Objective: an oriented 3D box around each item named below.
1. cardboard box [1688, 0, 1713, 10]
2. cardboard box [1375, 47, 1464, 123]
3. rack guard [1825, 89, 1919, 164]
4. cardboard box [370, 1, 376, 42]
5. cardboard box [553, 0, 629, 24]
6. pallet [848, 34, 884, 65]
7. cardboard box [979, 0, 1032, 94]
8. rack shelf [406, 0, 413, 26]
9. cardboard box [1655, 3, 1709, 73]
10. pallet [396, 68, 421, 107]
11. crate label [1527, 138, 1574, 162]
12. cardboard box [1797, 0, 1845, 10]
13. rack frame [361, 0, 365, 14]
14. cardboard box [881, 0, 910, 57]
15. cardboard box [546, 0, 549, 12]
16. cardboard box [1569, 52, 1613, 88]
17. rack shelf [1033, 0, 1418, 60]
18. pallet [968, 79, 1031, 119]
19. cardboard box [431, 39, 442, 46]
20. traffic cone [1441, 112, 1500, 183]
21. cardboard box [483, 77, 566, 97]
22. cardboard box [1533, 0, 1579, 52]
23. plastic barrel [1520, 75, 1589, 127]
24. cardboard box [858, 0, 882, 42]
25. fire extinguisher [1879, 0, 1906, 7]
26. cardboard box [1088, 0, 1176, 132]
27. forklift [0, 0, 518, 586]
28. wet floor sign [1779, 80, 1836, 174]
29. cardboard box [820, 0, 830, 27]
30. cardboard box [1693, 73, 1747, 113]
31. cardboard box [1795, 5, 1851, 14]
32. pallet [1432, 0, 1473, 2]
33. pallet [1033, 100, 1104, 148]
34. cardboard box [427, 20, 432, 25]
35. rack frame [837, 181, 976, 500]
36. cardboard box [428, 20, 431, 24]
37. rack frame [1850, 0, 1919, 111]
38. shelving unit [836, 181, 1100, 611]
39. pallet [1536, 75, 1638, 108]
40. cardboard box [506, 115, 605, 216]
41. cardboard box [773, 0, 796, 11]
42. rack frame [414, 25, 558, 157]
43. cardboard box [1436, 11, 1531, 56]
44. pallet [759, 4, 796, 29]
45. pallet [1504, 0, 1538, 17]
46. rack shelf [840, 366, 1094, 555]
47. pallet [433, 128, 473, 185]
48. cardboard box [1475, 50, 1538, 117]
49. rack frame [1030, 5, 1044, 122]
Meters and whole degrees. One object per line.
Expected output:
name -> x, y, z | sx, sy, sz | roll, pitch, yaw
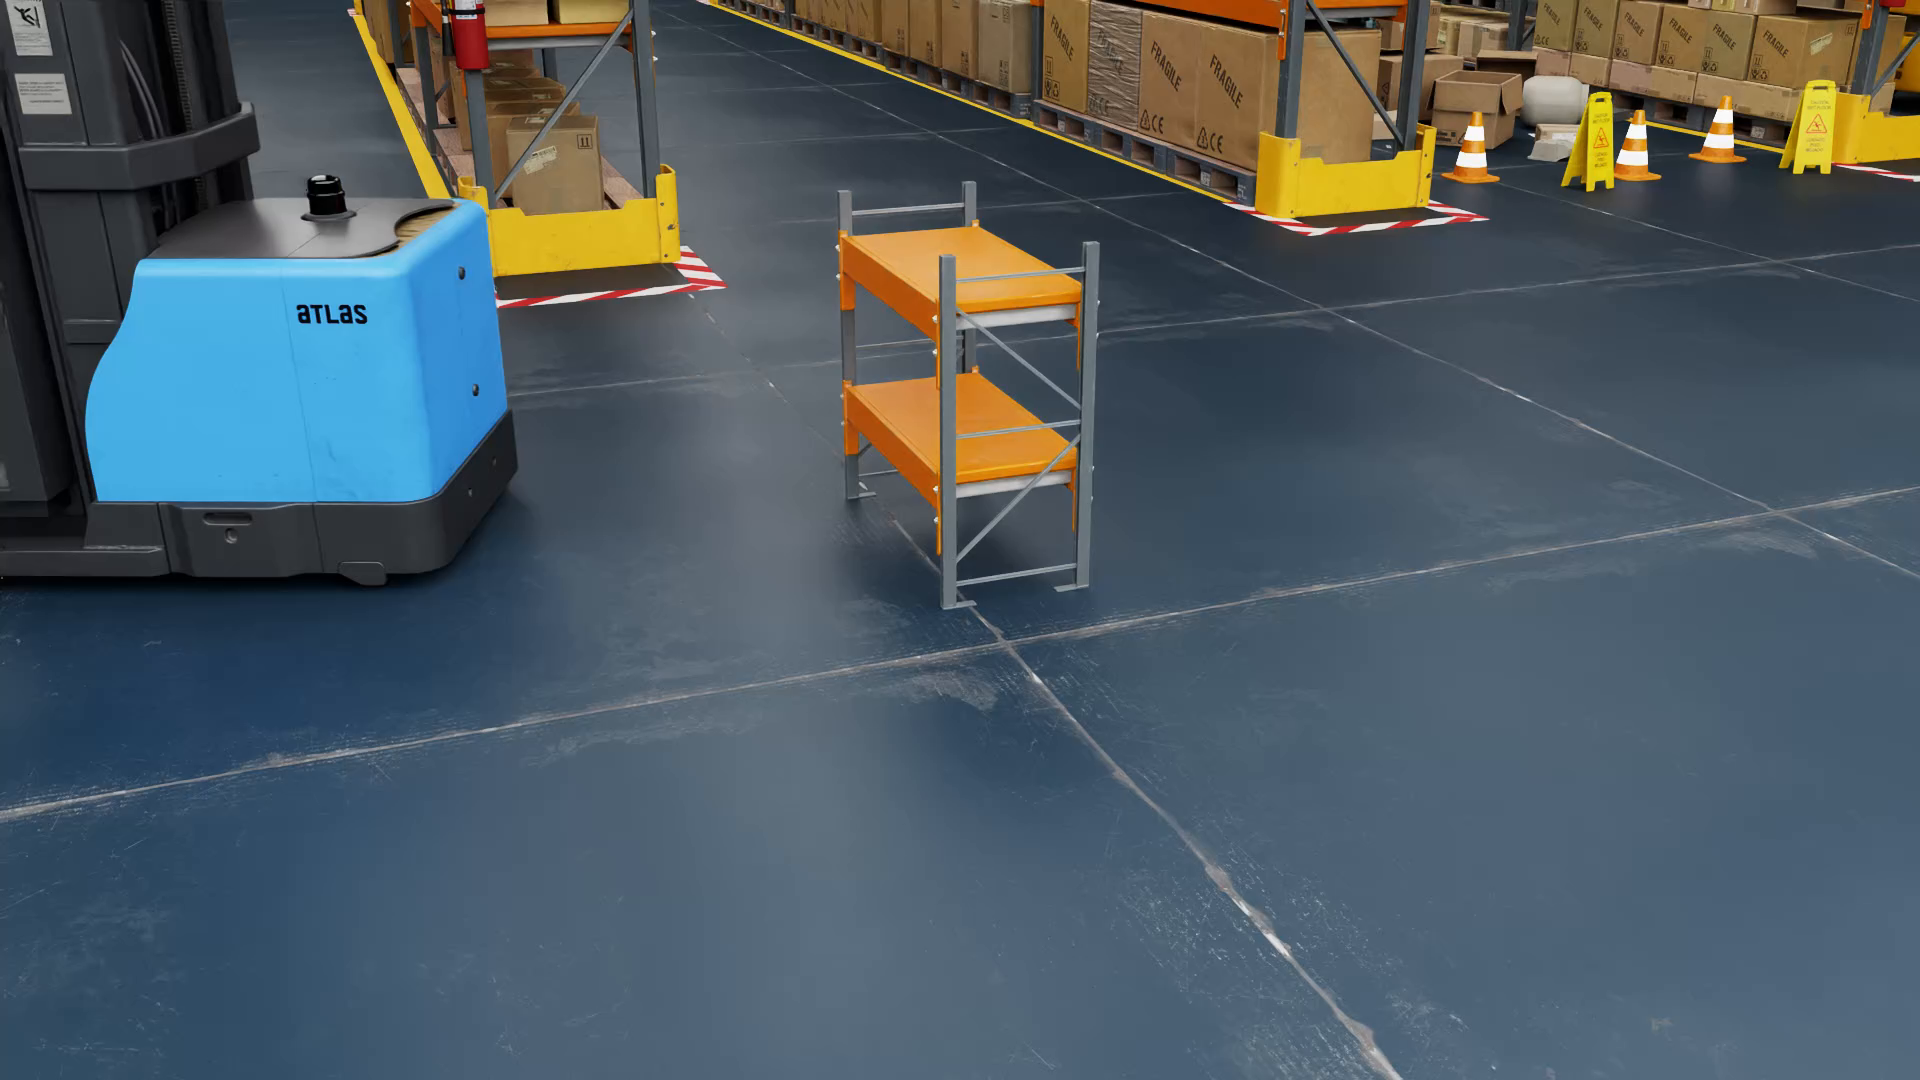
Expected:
cardboard box -> 6.204, -4.433, 13.606 | 0.380, 0.149, 0.250 | -7, 24, -17
cardboard box -> 3.774, -3.837, 14.031 | 0.797, 0.637, 0.503 | -8, 24, -19
rack guard -> 7.074, -3.171, 12.630 | 1.175, 0.500, 0.348 | -8, 24, -19
cardboard box -> -5.528, -5.635, 17.453 | 1.225, 0.875, 0.875 | -8, 24, -19
cardboard box -> -2.048, -2.956, 9.225 | 0.380, 0.149, 0.250 | -8, 24, -19
pallet -> -0.595, -5.485, 18.493 | 1.003, 0.211, 1.213 | -8, 24, -19
cardboard box -> 0.789, -4.403, 14.690 | 1.050, 0.750, 0.750 | -8, 24, -19
rack shelf -> -4.290, -4.784, 14.165 | 1.077, 0.370, 4.000 | -8, 24, -19
cardboard box -> 6.215, -4.196, 13.878 | 0.500, 0.500, 0.500 | -9, 24, -20
pallet -> -4.722, -4.273, 15.617 | 1.003, 0.211, 1.213 | -8, 24, -19
crate label -> 4.488, -2.957, 12.589 | 0.298, 0.136, 0.250 | 18, 29, 36
cardboard box -> 9.868, -6.001, 18.644 | 0.875, 0.625, 0.625 | -9, 24, -20
rack frame -> -7.822, -8.749, 22.646 | 1.000, 3.000, 0.127 | -8, 24, -19
cardboard box -> -0.189, -5.409, 17.078 | 1.050, 0.750, 0.750 | -9, 24, -20
cardboard box -> -2.300, -3.230, 9.876 | 0.380, 0.149, 0.250 | -8, 24, -19
cardboard box -> 5.843, -4.231, 14.927 | 0.500, 0.250, 0.500 | -7, 24, -16
rack shelf -> 1.799, -3.975, 12.244 | 1.077, 0.370, 4.000 | -8, 24, -19
pallet -> 0.750, -4.018, 15.011 | 1.003, 0.211, 1.213 | -8, 24, -19
cardboard box -> -3.931, -3.842, 13.655 | 0.700, 0.500, 0.500 | -8, 24, -19
traffic cone -> 3.647, -2.798, 11.793 | 0.336, 0.463, 0.334 | -8, 24, -19
cardboard box -> -2.977, -2.858, 11.346 | 0.500, 0.500, 0.500 | -11, 25, -24
cardboard box -> 5.644, -4.769, 15.238 | 0.500, 0.500, 0.500 | -7, 24, -16
plastic barrel -> 4.955, -3.651, 13.867 | 0.512, 0.421, 0.421 | 8, 24, 18
cardboard box -> -0.798, -5.731, 18.163 | 0.500, 0.500, 0.500 | -8, 24, -19
fire extinguisher -> 6.710, -4.155, 11.845 | 0.296, 0.674, 0.183 | -8, 24, -19
cardboard box -> 1.571, -3.682, 12.819 | 0.875, 0.875, 0.875 | -8, 24, -19
forklift -> -3.163, -1.386, 5.264 | 3.031, 2.935, 1.130 | 0, 23, 1
wet floor sign -> 6.167, -2.995, 12.024 | 0.267, 0.644, 0.232 | 0, 23, -1
cardboard box -> -1.334, -6.296, 19.503 | 0.500, 0.500, 0.500 | -8, 24, -18
cardboard box -> 6.388, -3.668, 13.590 | 0.500, 0.250, 0.500 | -8, 24, -19
cardboard box -> 6.877, -4.096, 13.641 | 0.500, 0.500, 0.500 | -9, 25, -21
pallet -> 7.262, -8.302, 25.177 | 1.003, 0.211, 1.213 | -8, 24, -19
pallet -> 1.288, -3.461, 13.689 | 1.003, 0.211, 1.213 | -8, 24, -19
cardboard box -> -4.533, -4.453, 15.104 | 0.700, 0.500, 0.500 | -10, 25, -23
rack frame -> -0.182, -0.706, 5.976 | 0.500, 1.125, 0.032 | -8, 24, -19
cardboard box -> -4.535, -4.808, 14.982 | 0.500, 0.250, 0.500 | -6, 23, -13
rack frame -> 7.101, -4.295, 12.079 | 1.000, 3.000, 0.127 | -8, 24, -19
shelving unit -> -0.002, -0.521, 5.537 | 0.538, 1.125, 1.048 | -8, 24, -19
pallet -> 5.958, -4.225, 15.501 | 1.003, 0.211, 1.213 | -8, 24, -19
cardboard box -> -2.375, -2.206, 9.801 | 0.500, 0.500, 0.500 | -4, 23, -9
cardboard box -> -2.191, -6.915, 21.425 | 0.380, 0.149, 0.250 | -8, 24, -18
rack frame -> -3.583, -4.389, 12.301 | 1.000, 3.000, 0.127 | -8, 24, -19
cardboard box -> 5.243, -5.182, 17.026 | 0.950, 0.372, 0.625 | -7, 24, -16
pallet -> -2.004, -6.894, 21.834 | 1.003, 0.211, 1.213 | -8, 24, -19
pallet -> 8.261, -7.319, 22.842 | 1.003, 0.211, 1.213 | -8, 24, -19
rack shelf -> -0.002, -0.295, 5.632 | 0.538, 0.278, 1.000 | -8, 24, -19
pallet -> -3.313, -2.865, 12.275 | 1.003, 0.211, 1.213 | -8, 24, -19
cardboard box -> 4.793, -4.022, 14.646 | 0.500, 0.500, 0.500 | 8, 24, 18
rack frame -> 1.093, -5.033, 13.829 | 1.000, 3.000, 0.127 | -8, 24, -19
